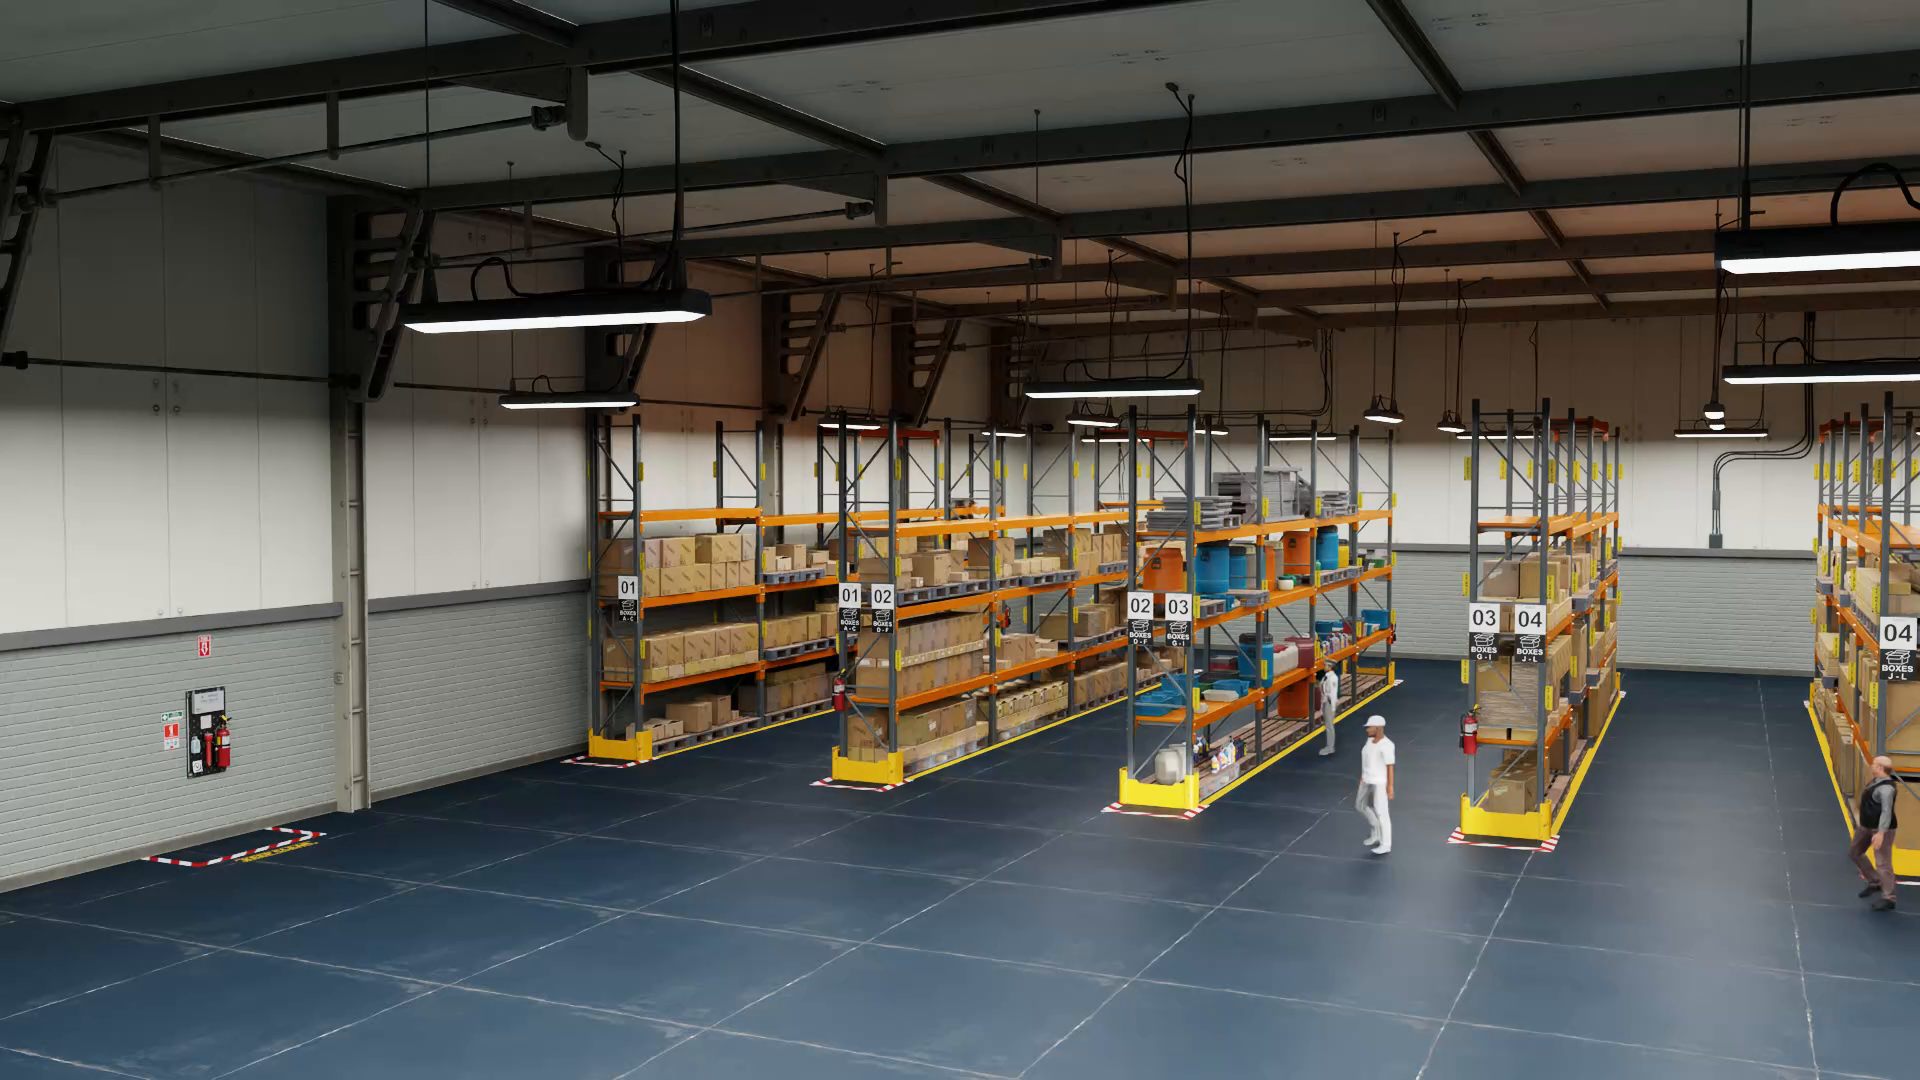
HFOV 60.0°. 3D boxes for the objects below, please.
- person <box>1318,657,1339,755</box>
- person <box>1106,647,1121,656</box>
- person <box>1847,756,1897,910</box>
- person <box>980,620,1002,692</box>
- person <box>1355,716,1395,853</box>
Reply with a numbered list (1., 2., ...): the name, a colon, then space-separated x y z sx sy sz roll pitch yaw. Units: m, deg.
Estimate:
1. person: 6.538 2.949 29.589 0.404 1.695 0.585 0 2 0
2. person: 4.009 2.331 43.553 0.572 1.776 0.421 0 2 10
3. person: 10.559 3.341 19.153 0.406 1.716 0.638 0 2 4
4. person: 0.715 2.623 37.679 0.540 1.699 0.507 0 2 7
5. person: 5.502 3.197 21.935 0.423 1.774 0.609 -1 2 -18
